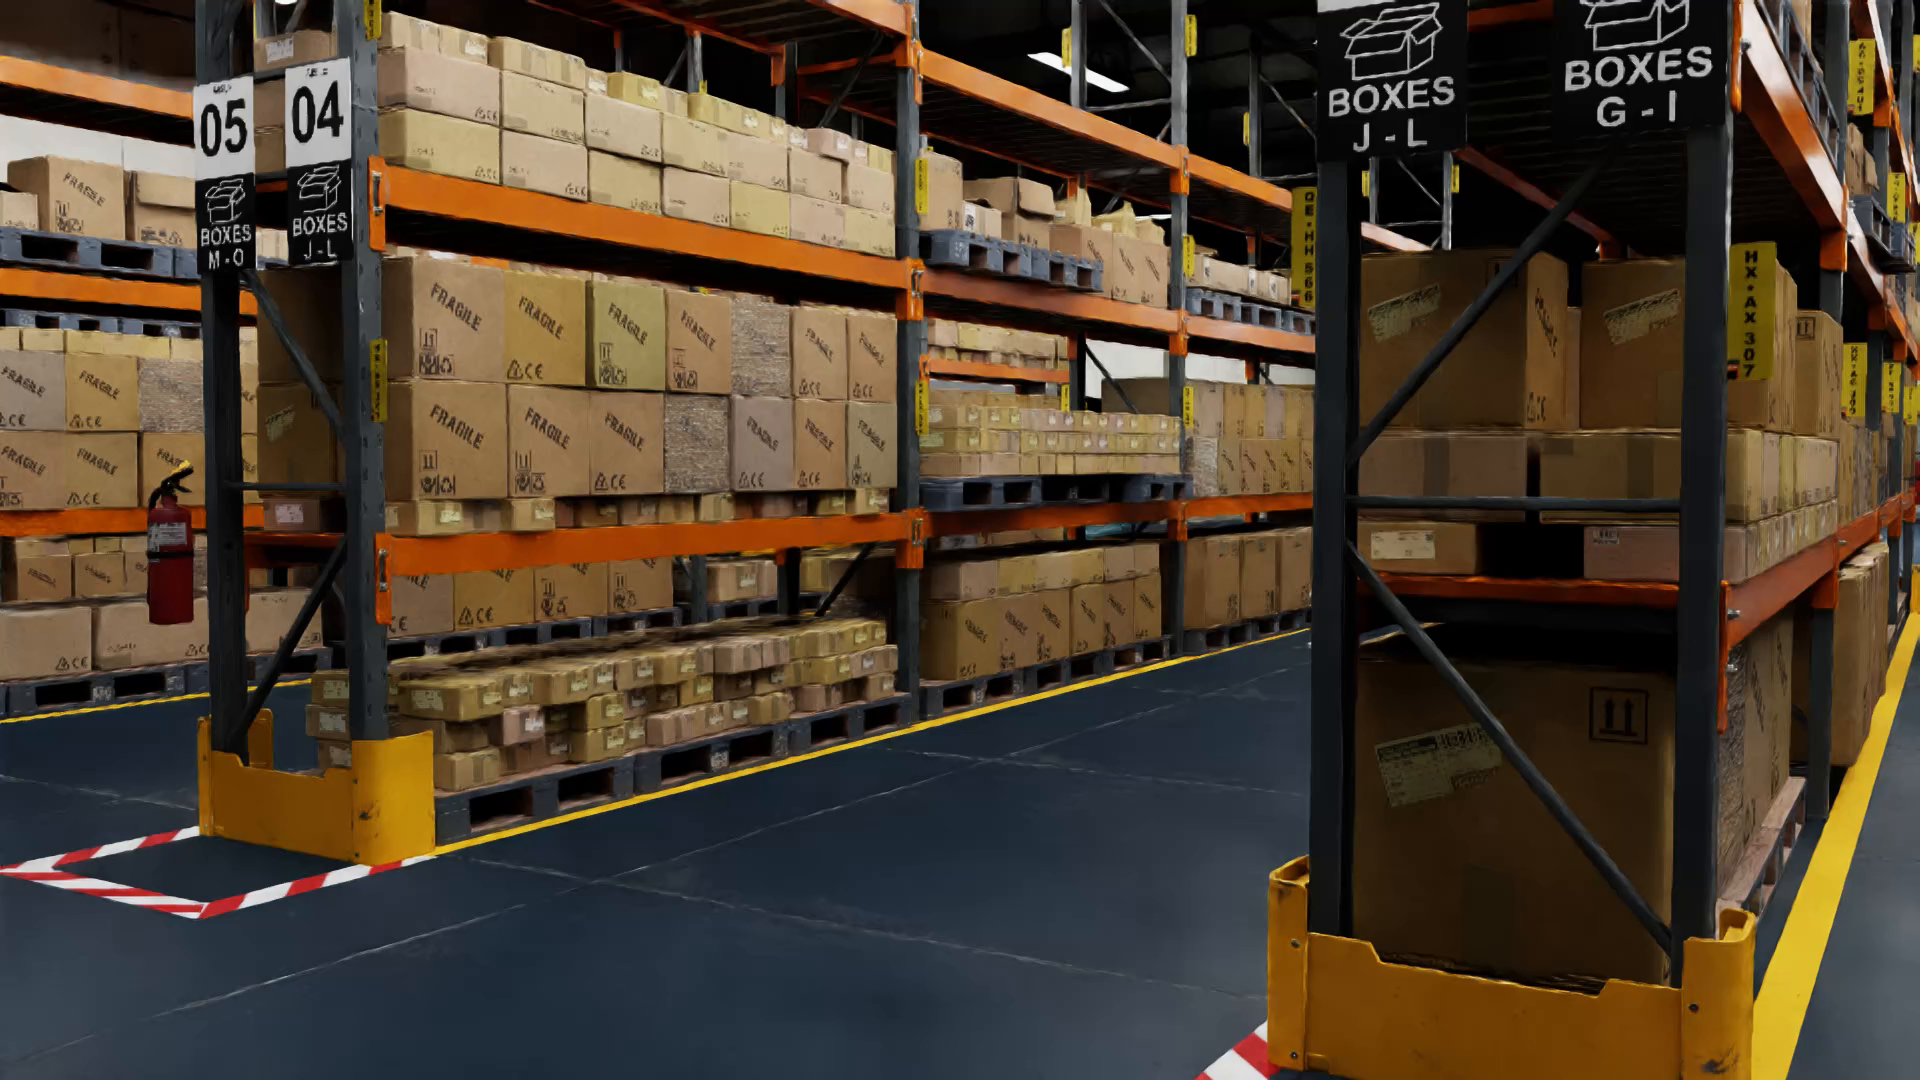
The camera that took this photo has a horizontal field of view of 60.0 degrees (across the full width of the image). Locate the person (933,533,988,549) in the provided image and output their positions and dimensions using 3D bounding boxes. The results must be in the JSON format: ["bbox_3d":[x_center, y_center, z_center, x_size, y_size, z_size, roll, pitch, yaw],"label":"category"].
[{"bbox_3d":[-0.004,-0.105,16.995,0.591,1.772,0.386,0,3,9],"label":"person"}]
